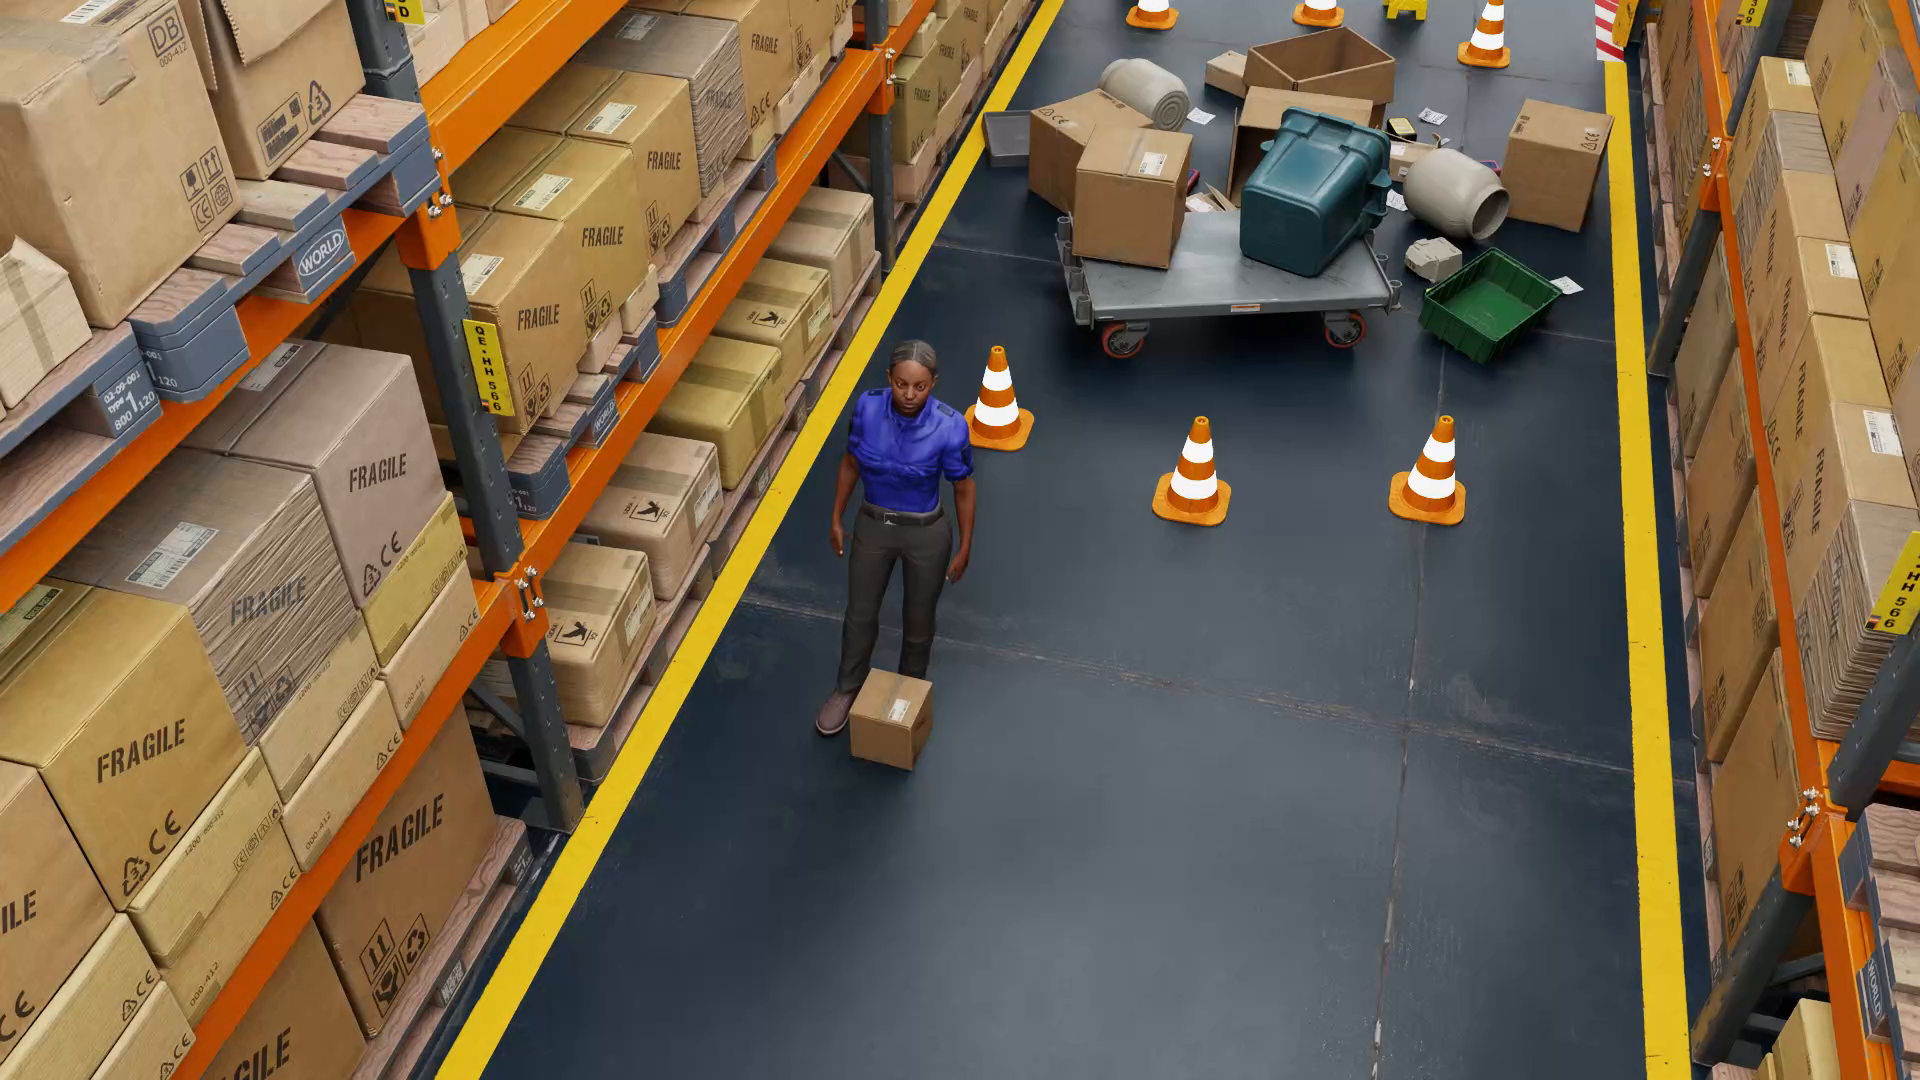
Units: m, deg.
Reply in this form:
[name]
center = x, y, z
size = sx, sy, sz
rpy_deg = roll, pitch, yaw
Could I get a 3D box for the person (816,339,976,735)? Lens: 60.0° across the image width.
[person]
center = -0.245, 0.031, 6.114
size = 0.570, 1.657, 0.502
rpy_deg = 10, 42, 11
